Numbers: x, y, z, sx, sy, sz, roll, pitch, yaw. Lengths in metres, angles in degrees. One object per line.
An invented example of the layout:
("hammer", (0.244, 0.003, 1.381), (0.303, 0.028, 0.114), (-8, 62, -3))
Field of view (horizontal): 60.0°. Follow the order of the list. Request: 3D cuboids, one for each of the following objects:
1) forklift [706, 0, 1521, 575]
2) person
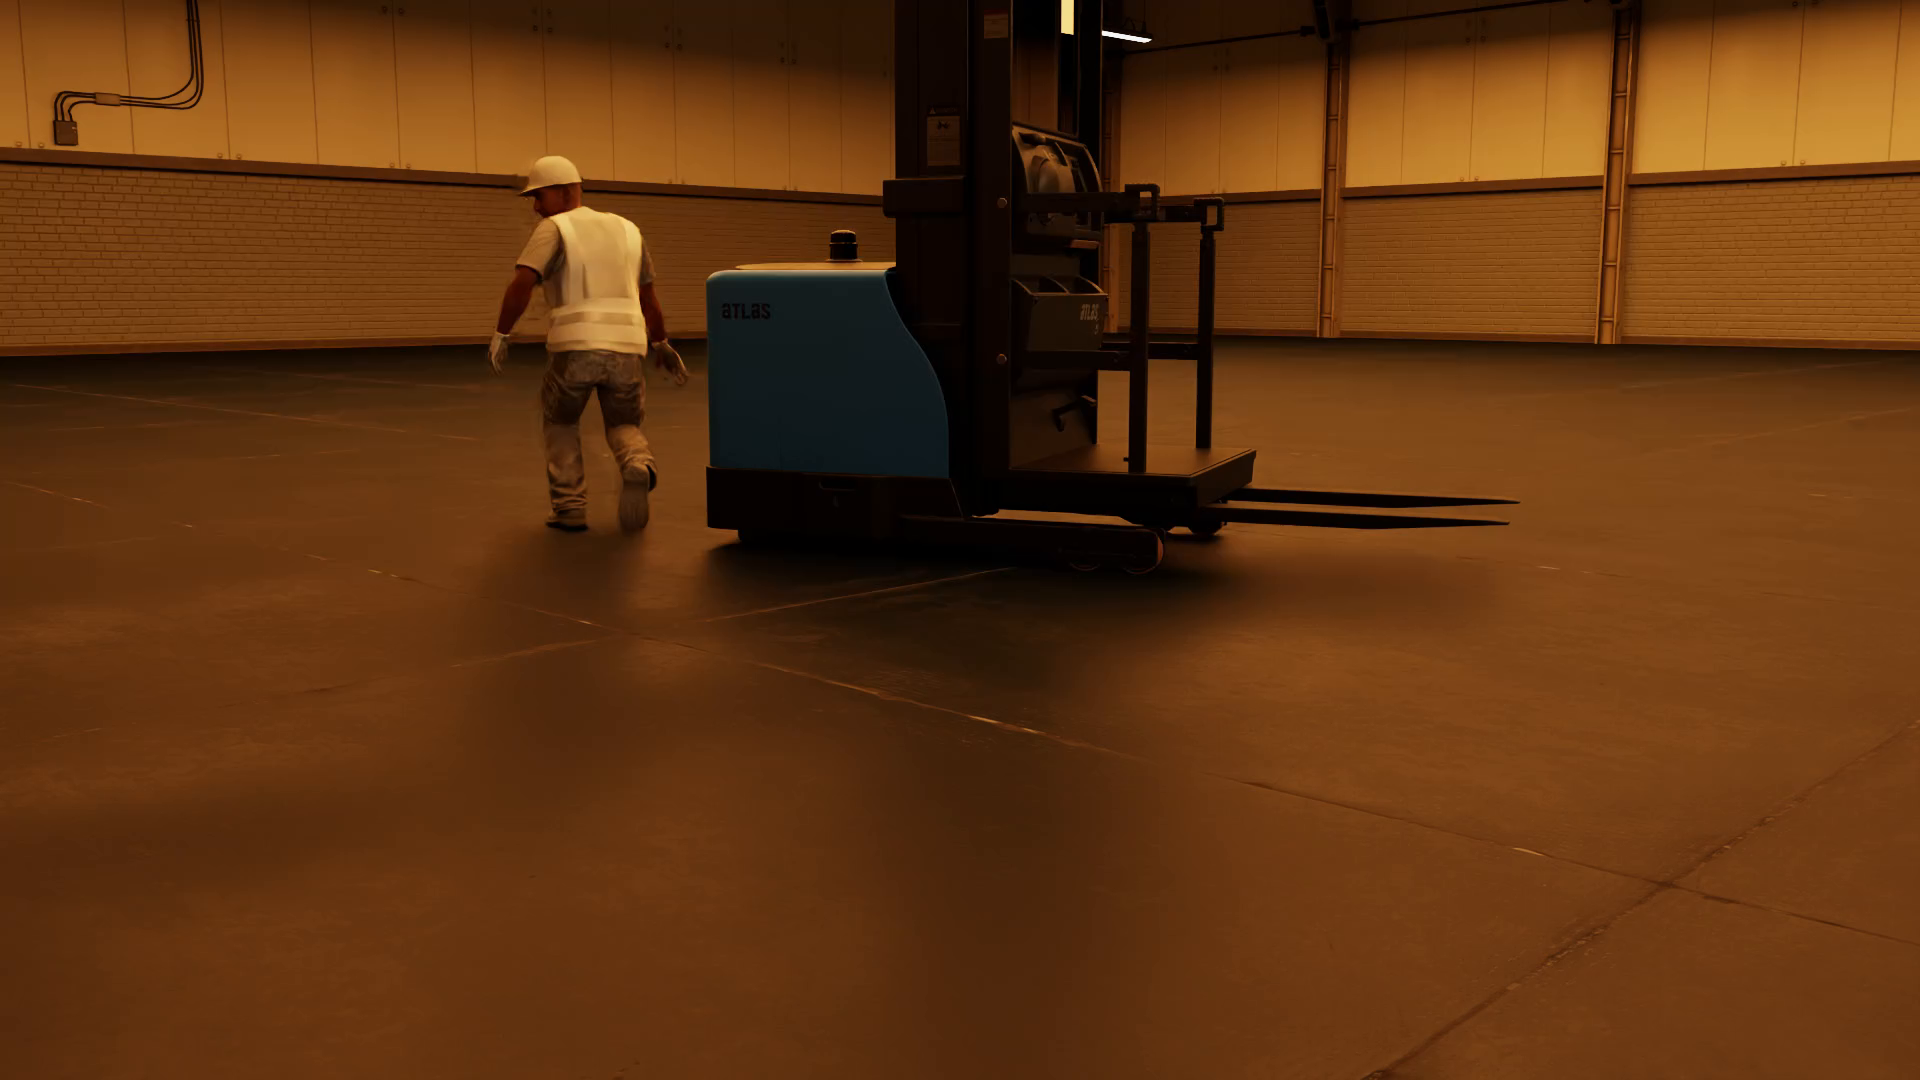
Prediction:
("forklift", (0.565, -1.416, 6.275), (3.031, 2.935, 1.130), (3, 9, 22))
("person", (-1.529, -0.831, 7.049), (0.913, 1.576, 0.625), (-6, 10, -33))
